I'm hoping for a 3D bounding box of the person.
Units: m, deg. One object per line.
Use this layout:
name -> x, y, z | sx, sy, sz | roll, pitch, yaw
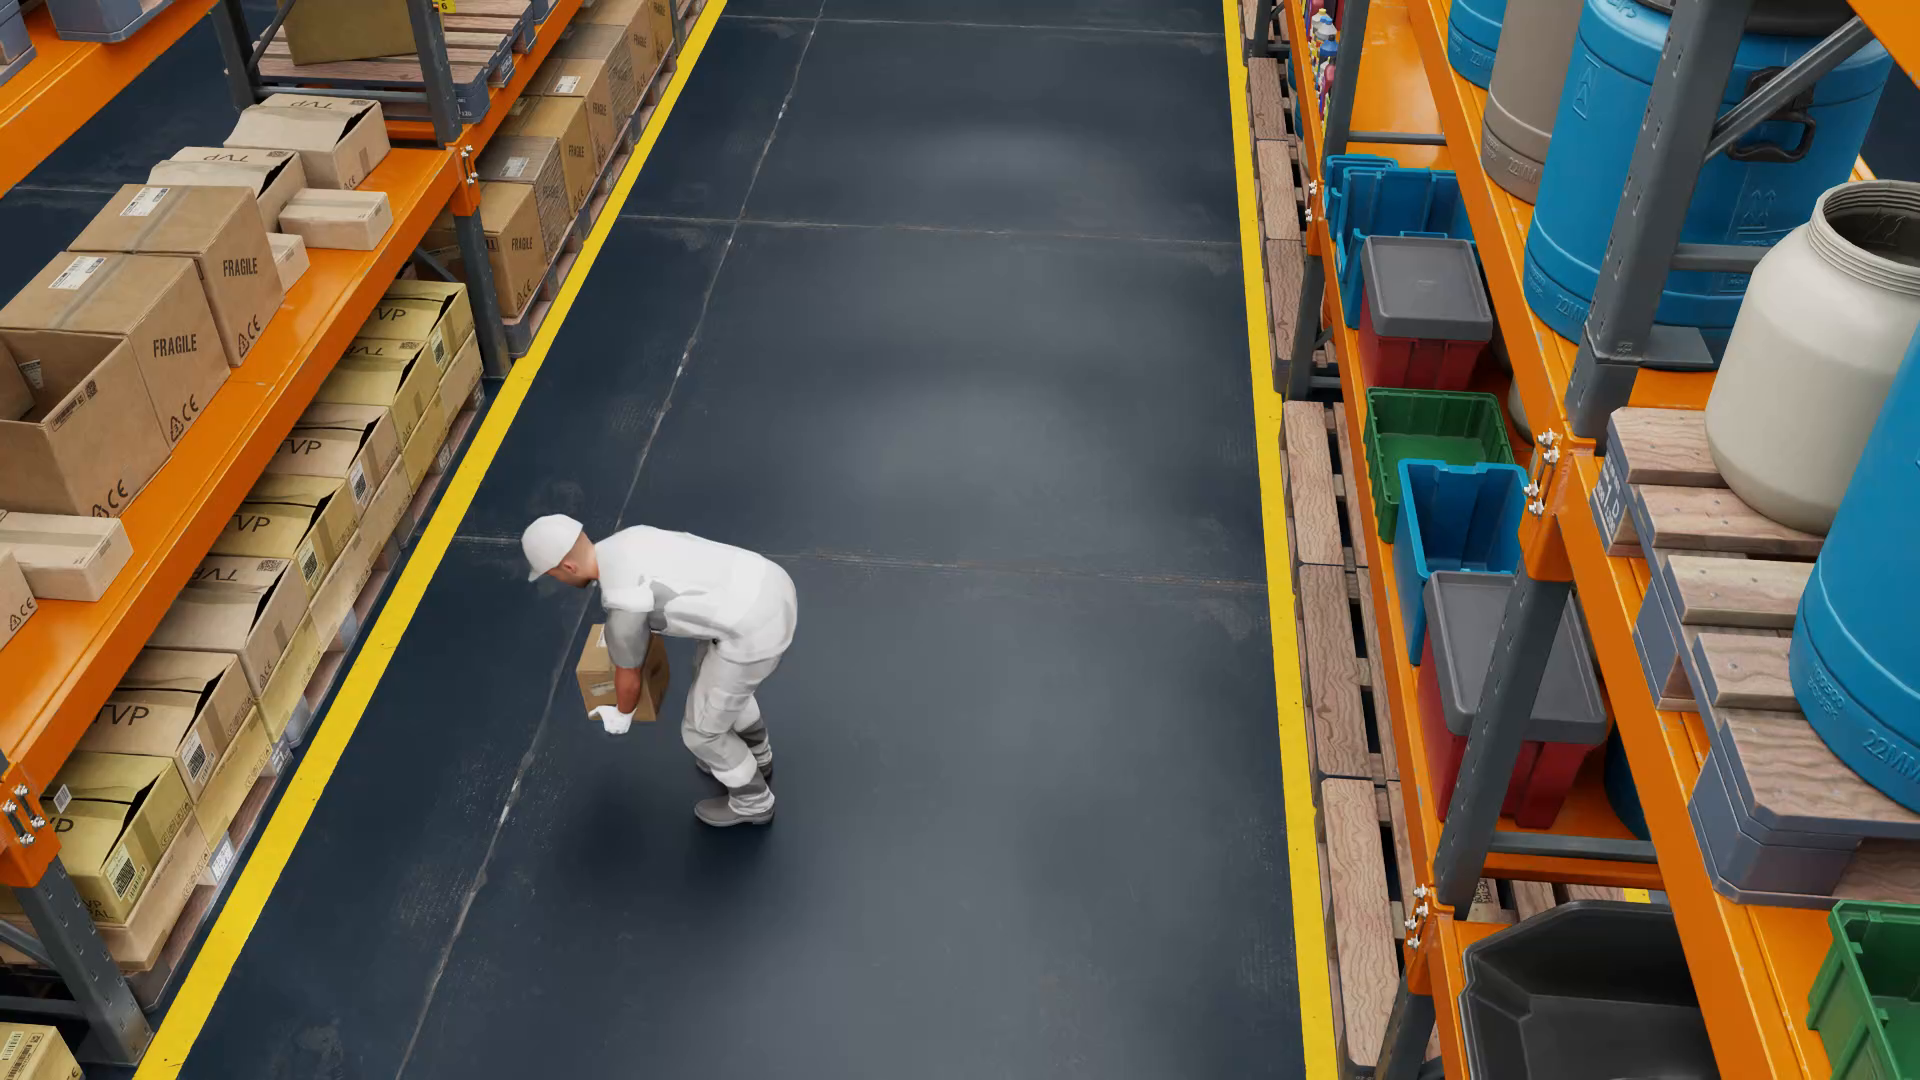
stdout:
person -> -1.024, 0.447, 5.963 | 0.910, 1.319, 0.495 | 2, 40, 2
